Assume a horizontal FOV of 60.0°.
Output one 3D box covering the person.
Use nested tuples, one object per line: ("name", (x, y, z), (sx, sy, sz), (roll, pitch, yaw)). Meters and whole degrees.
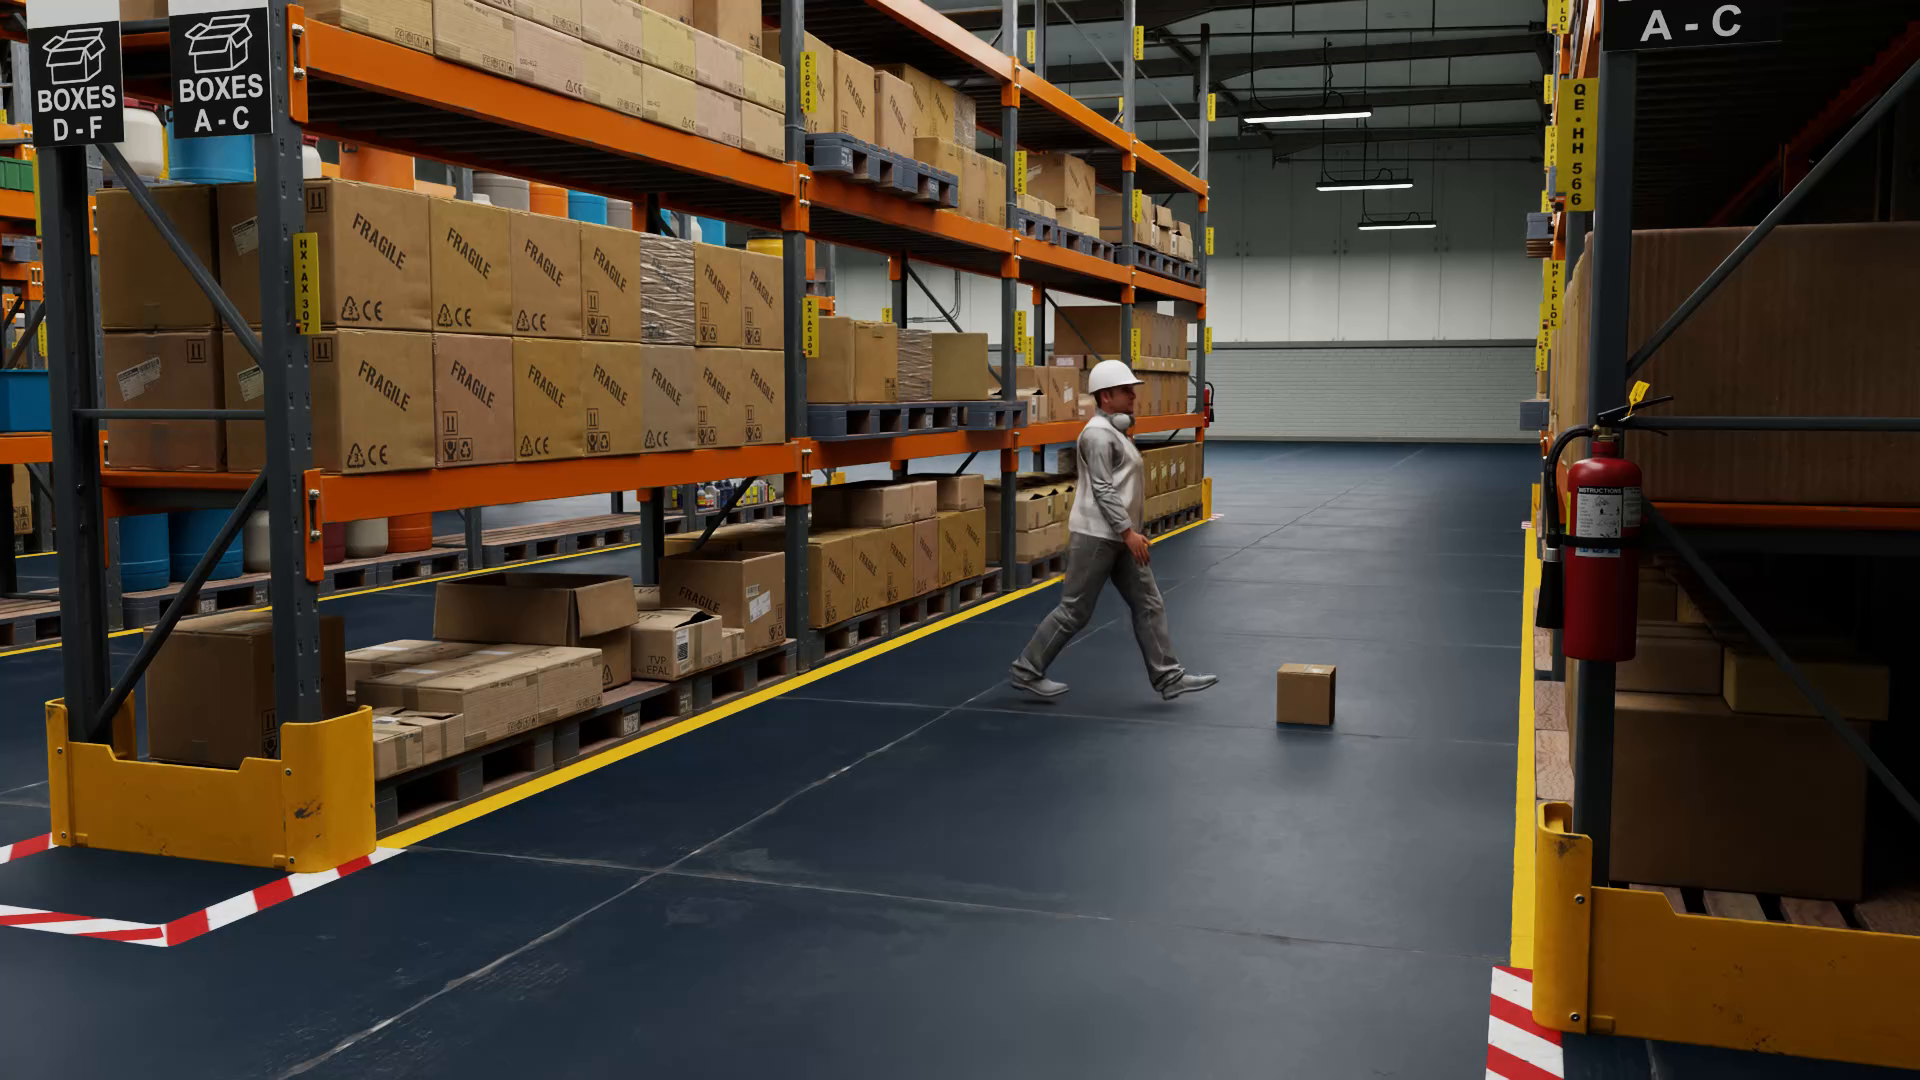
("person", (0.775, -0.038, 8.372), (1.040, 1.724, 0.568), (2, 5, 20))
